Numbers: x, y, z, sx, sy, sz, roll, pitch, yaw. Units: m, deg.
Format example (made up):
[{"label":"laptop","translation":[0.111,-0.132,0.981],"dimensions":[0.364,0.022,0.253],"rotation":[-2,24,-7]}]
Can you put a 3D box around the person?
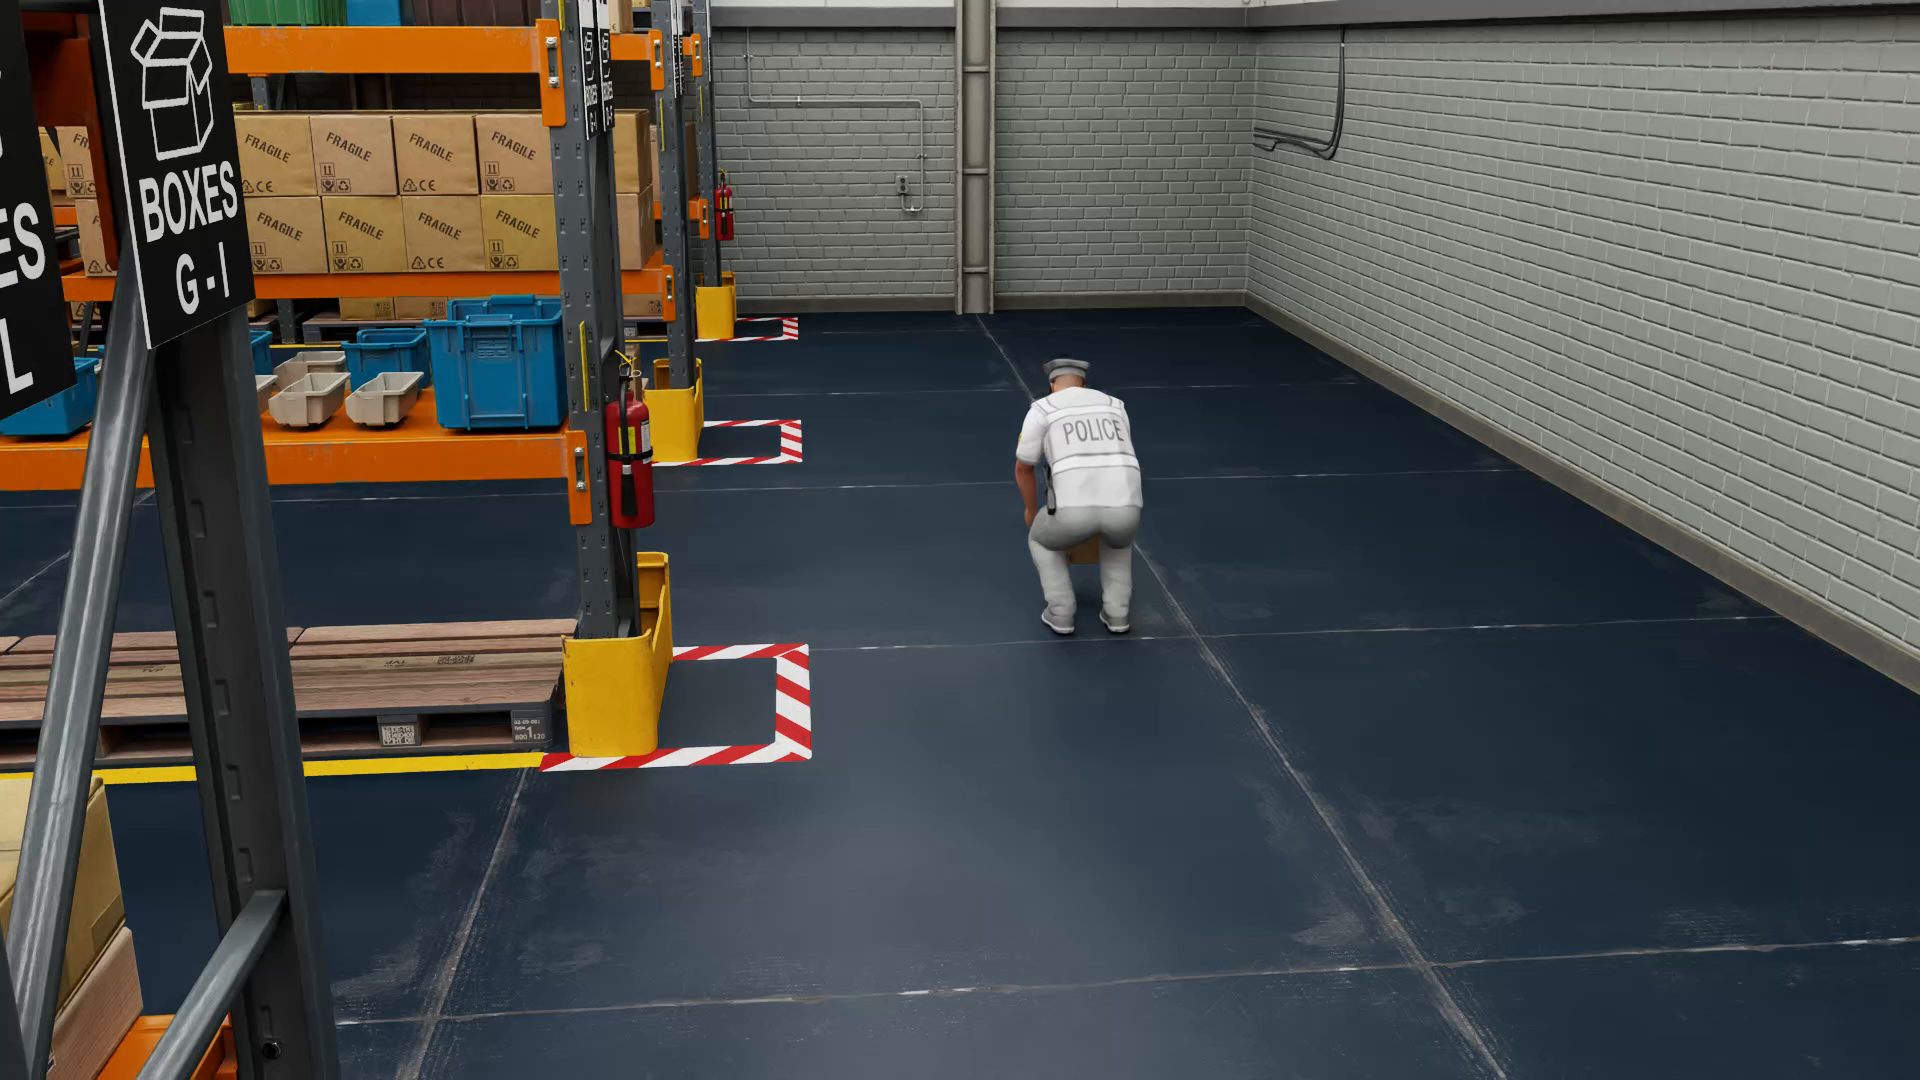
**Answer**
[{"label":"person","translation":[0.574,-0.211,8.089],"dimensions":[0.584,1.268,0.872],"rotation":[-2,17,-6]}]
